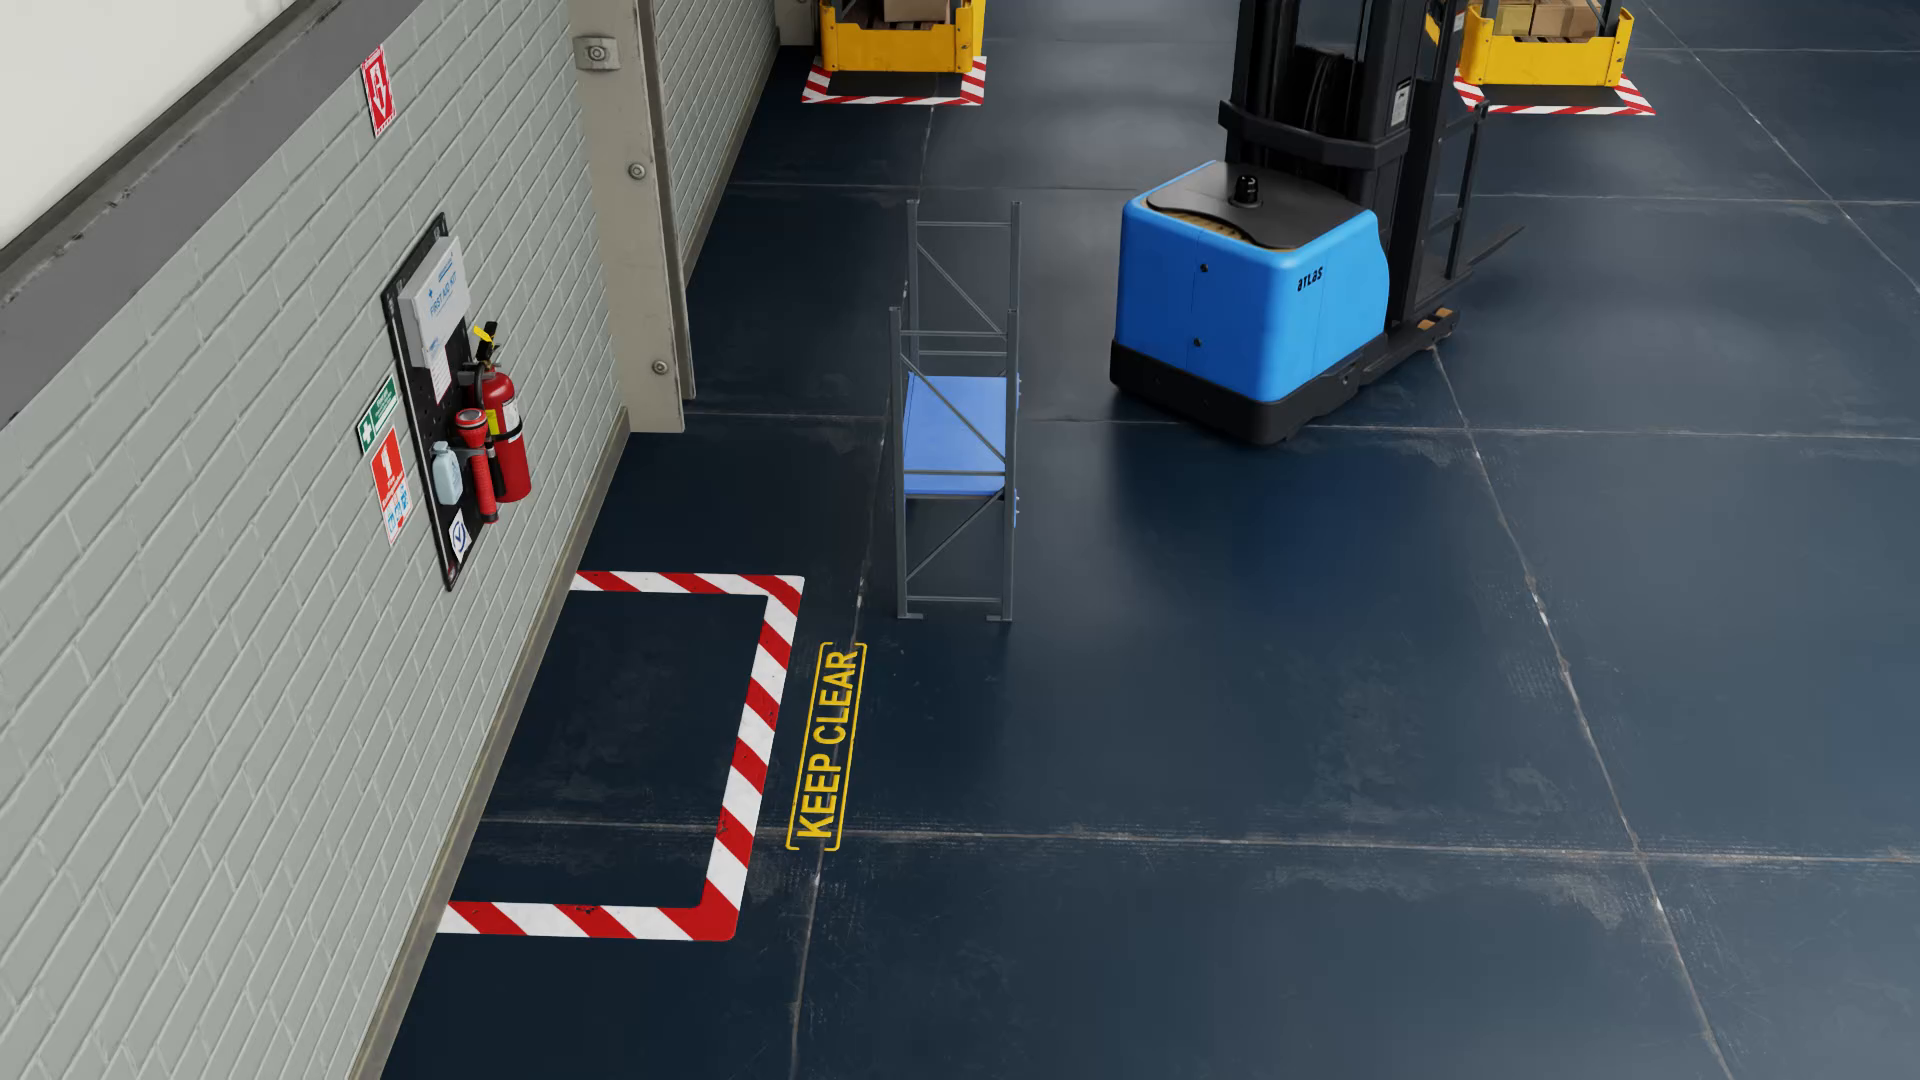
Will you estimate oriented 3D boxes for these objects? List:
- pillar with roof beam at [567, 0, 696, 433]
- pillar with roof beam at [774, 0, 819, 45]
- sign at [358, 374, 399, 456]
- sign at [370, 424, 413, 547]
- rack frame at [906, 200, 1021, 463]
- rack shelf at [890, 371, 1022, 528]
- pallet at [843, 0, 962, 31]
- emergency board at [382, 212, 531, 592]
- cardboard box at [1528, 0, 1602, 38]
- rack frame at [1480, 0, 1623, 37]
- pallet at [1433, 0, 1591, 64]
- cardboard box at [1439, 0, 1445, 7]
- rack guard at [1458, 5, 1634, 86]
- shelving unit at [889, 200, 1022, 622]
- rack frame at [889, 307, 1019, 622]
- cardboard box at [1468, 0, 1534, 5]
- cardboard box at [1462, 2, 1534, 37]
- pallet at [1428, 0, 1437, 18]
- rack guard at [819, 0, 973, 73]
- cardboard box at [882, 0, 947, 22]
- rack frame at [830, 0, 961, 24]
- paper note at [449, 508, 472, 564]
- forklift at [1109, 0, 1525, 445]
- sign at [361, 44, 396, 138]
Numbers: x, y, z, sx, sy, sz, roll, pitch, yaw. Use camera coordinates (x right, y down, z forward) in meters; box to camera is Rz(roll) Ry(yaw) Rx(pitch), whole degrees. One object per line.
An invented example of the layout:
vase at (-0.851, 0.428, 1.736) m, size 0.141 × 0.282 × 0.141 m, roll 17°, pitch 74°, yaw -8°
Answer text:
pillar with roof beam at (2.734, -4.250, 5.971) m, size 9.100 × 9.000 × 0.400 m, roll 1°, pitch 35°, yaw 2°
pillar with roof beam at (2.975, -7.697, 10.876) m, size 9.100 × 9.000 × 0.400 m, roll 1°, pitch 35°, yaw 2°
sign at (-1.821, -0.395, 5.211) m, size 0.001 × 0.109 × 0.331 m, roll 1°, pitch 35°, yaw 2°
sign at (-1.830, -0.176, 5.360) m, size 0.001 × 0.329 × 0.234 m, roll 1°, pitch 35°, yaw 2°
rack frame at (0.017, -0.857, 7.665) m, size 0.500 × 1.500 × 0.032 m, roll 1°, pitch 35°, yaw 2°
rack shelf at (-0.003, -0.417, 7.352) m, size 0.538 × 0.185 × 1.000 m, roll 1°, pitch 35°, yaw 2°
pallet at (-0.420, -4.289, 13.669) m, size 1.003 × 0.211 × 1.213 m, roll 1°, pitch 35°, yaw 2°
emergency board at (-1.705, -0.476, 5.819) m, size 0.194 × 1.169 × 0.643 m, roll 1°, pitch 35°, yaw 2°
cardboard box at (4.703, -4.158, 13.083) m, size 0.500 × 0.250 × 0.500 m, roll 1°, pitch 35°, yaw 2°
rack frame at (4.459, -4.808, 11.982) m, size 1.000 × 3.000 × 0.127 m, roll 1°, pitch 35°, yaw 2°
pallet at (4.448, -4.107, 13.411) m, size 1.003 × 0.211 × 1.213 m, roll 1°, pitch 35°, yaw 2°
cardboard box at (4.194, -4.457, 13.510) m, size 0.500 × 0.250 × 0.500 m, roll 1°, pitch 35°, yaw 2°
rack guard at (4.458, -3.771, 12.682) m, size 1.175 × 0.500 × 0.348 m, roll 1°, pitch 35°, yaw 2°
shelving unit at (-0.003, -0.565, 7.249) m, size 0.538 × 1.500 × 1.048 m, roll 1°, pitch 35°, yaw 2°
rack frame at (-0.024, -0.273, 6.833) m, size 0.500 × 1.500 × 0.032 m, roll 1°, pitch 35°, yaw 2°
cardboard box at (4.183, -4.477, 12.885) m, size 0.500 × 0.500 × 0.500 m, roll 1°, pitch 35°, yaw 2°
cardboard box at (4.186, -4.170, 13.100) m, size 0.500 × 0.250 × 0.500 m, roll 1°, pitch 35°, yaw 2°
pallet at (4.500, -4.807, 14.405) m, size 1.003 × 0.211 × 1.213 m, roll 1°, pitch 35°, yaw 2°
rack guard at (-0.488, -3.941, 12.923) m, size 1.175 × 0.500 × 0.348 m, roll 1°, pitch 35°, yaw 2°
cardboard box at (-0.373, -4.396, 13.351) m, size 0.500 × 0.311 × 0.500 m, roll -2°, pitch 35°, yaw -3°
rack frame at (-0.491, -4.920, 12.142) m, size 1.000 × 3.000 × 0.127 m, roll 1°, pitch 35°, yaw 2°
paper note at (-1.781, -0.016, 5.930) m, size 0.016 × 0.148 × 0.142 m, roll 1°, pitch 35°, yaw 2°
forklift at (2.164, -2.433, 8.663) m, size 1.130 × 2.935 × 3.031 m, roll 28°, pitch 44°, yaw 34°
sign at (-1.805, -1.422, 5.149) m, size 0.001 × 0.298 × 0.199 m, roll 1°, pitch 35°, yaw 2°
